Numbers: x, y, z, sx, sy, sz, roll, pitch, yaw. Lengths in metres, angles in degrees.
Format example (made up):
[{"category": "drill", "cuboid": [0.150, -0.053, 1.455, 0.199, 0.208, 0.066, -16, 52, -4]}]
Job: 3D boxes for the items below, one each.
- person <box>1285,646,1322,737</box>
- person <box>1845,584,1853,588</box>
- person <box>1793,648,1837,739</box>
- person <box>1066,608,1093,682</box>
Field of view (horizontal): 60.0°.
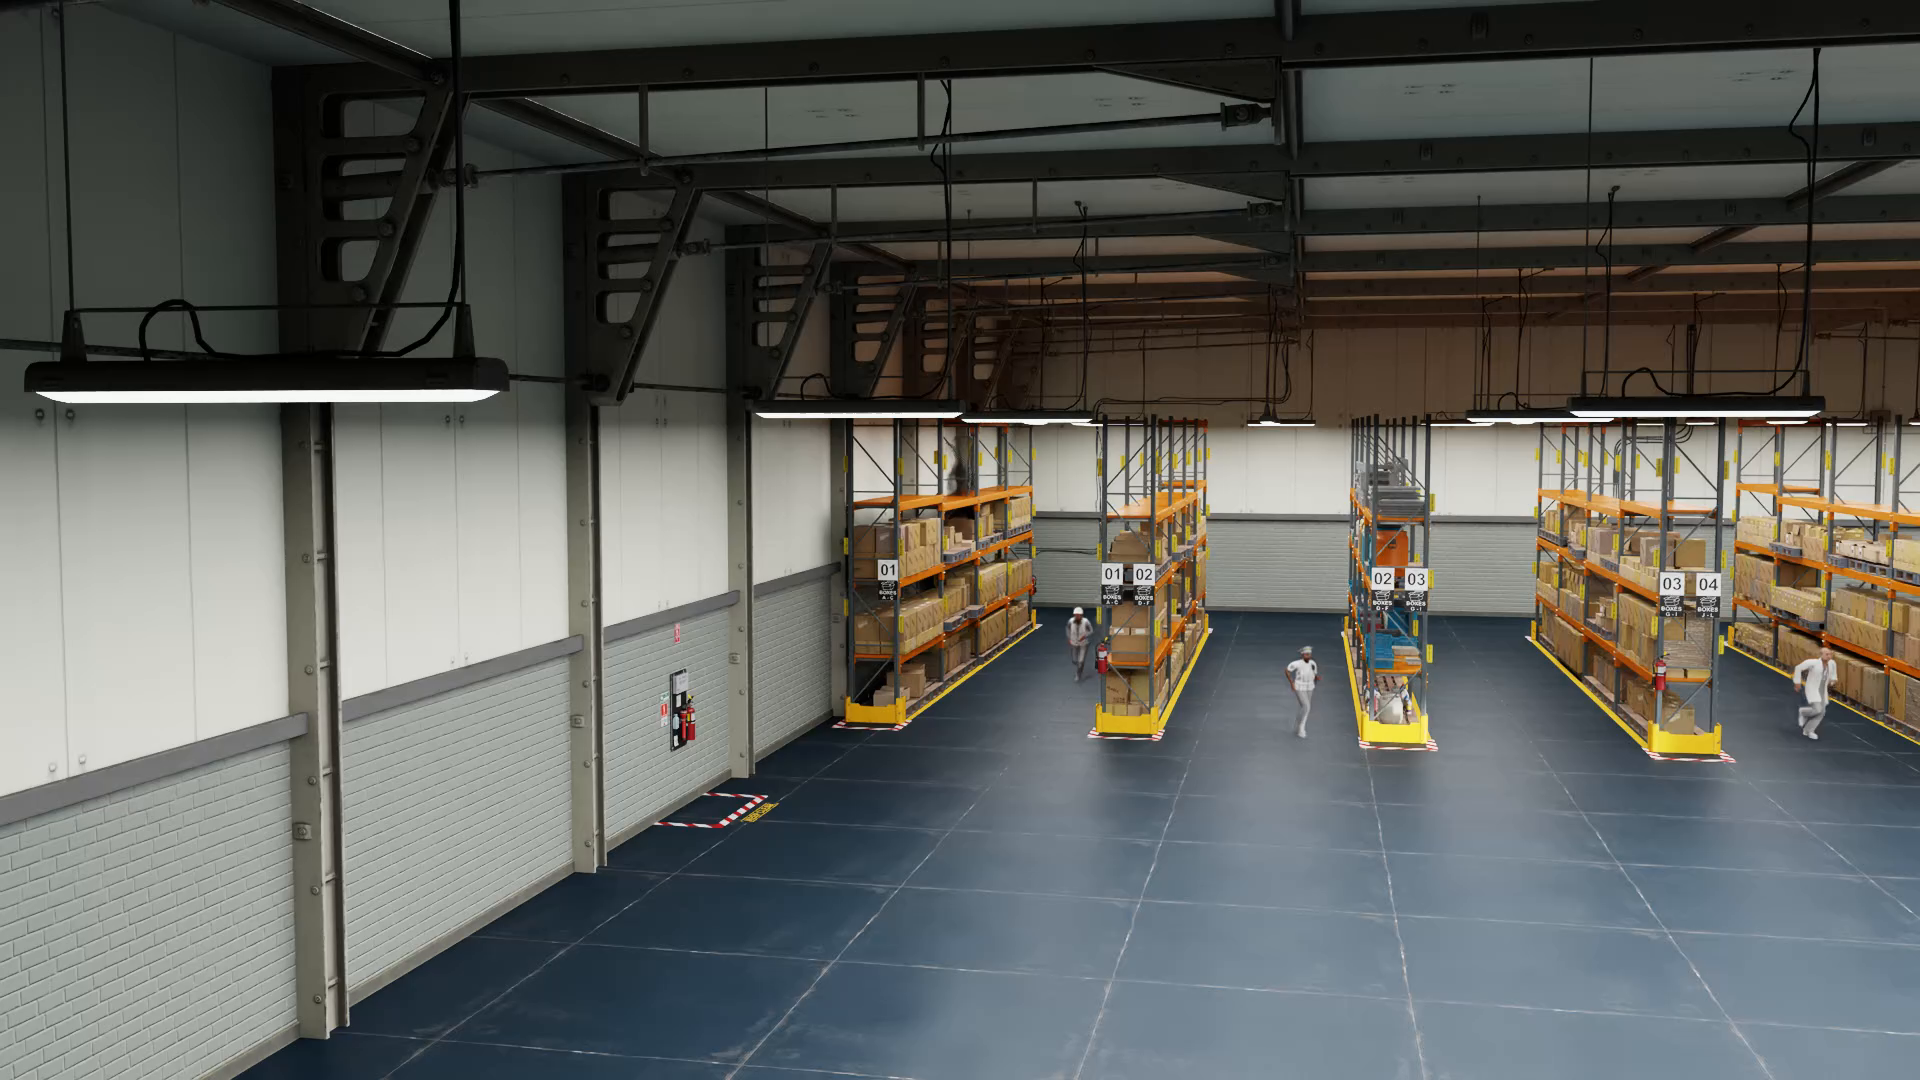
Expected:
[{"category": "person", "cuboid": [6.428, 2.832, 31.034, 0.577, 1.732, 0.757, -2, 4, -22]}, {"category": "person", "cuboid": [24.203, 1.986, 44.651, 0.908, 1.609, 0.587, 0, 4, 3]}, {"category": "person", "cuboid": [15.888, 2.832, 30.817, 0.697, 1.706, 0.778, -1, 4, -13]}, {"category": "person", "cuboid": [2.718, 2.371, 37.861, 0.650, 1.705, 0.740, 1, 4, 11]}]
